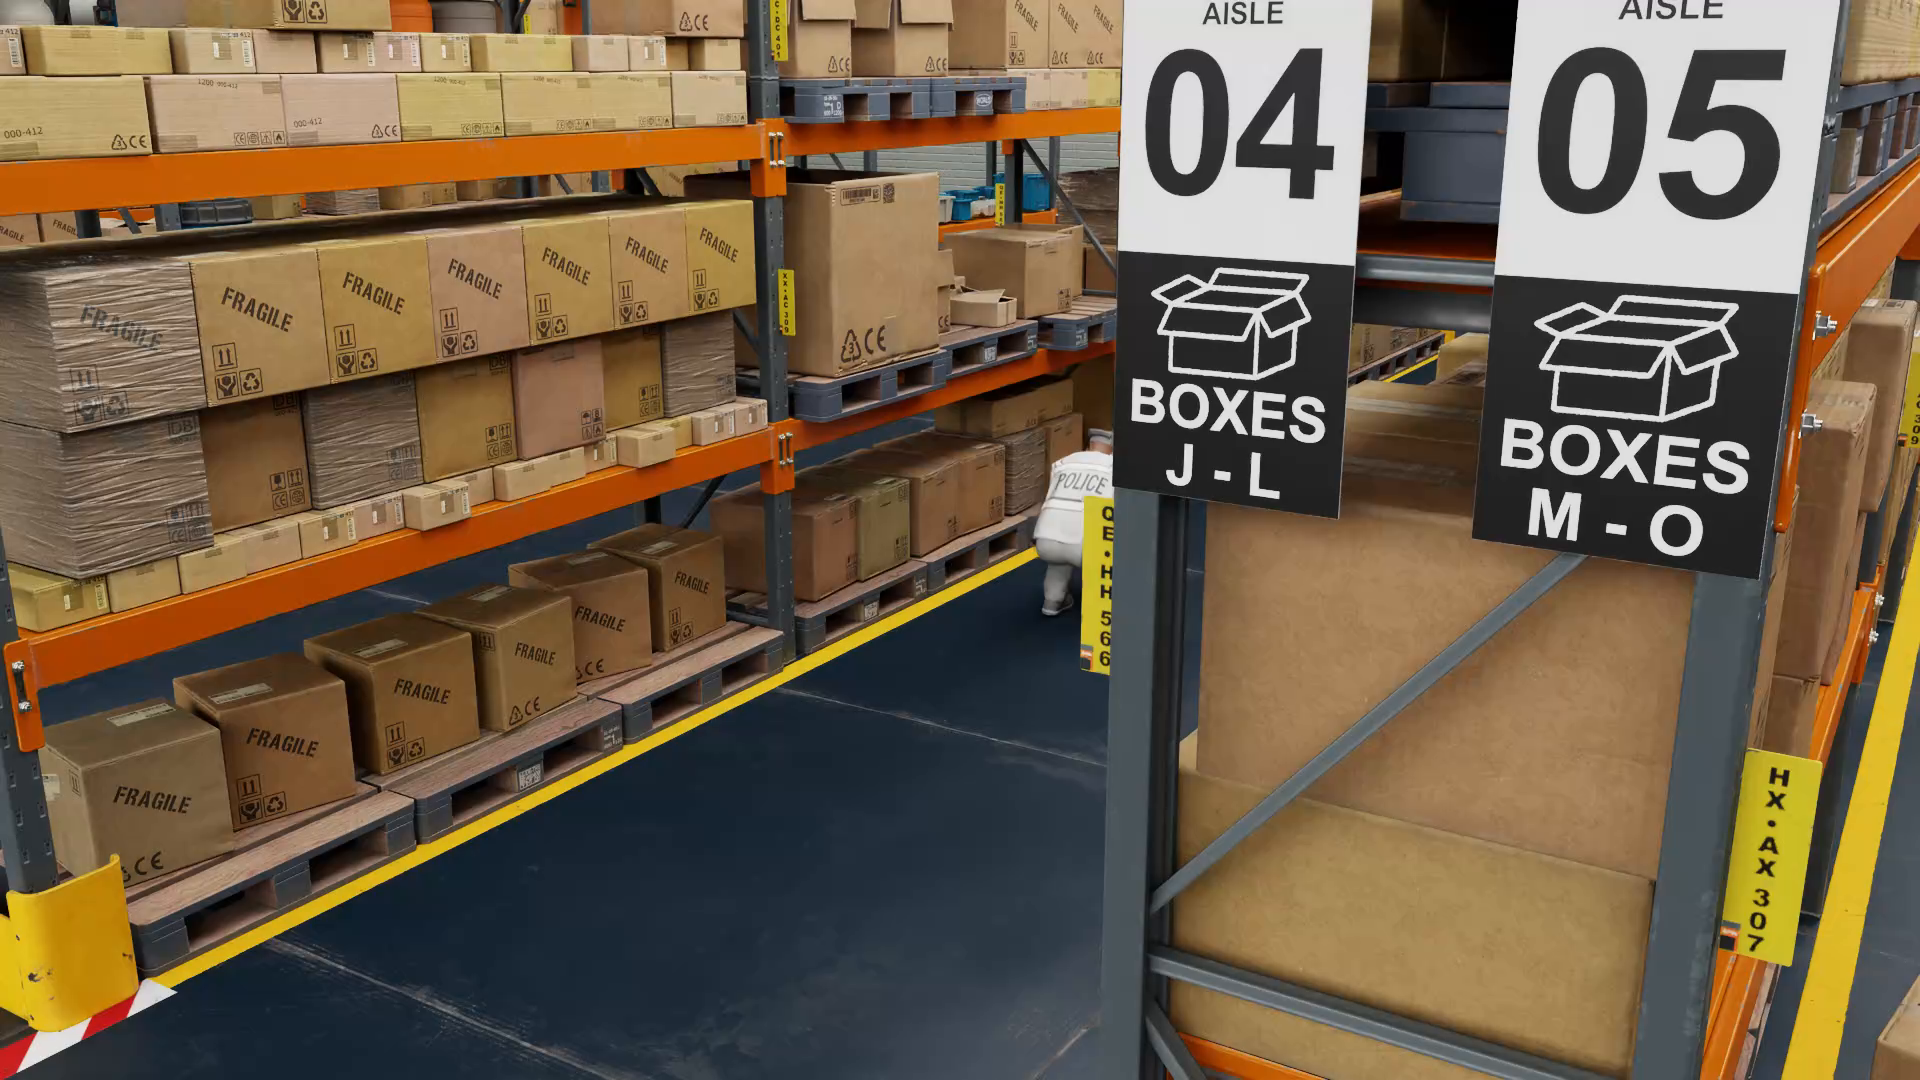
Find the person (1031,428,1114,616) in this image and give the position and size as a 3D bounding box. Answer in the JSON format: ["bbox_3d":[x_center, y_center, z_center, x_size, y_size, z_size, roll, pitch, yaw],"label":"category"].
[{"bbox_3d":[0.736,-0.092,9.677,0.569,1.020,0.911,9,18,28],"label":"person"}]
